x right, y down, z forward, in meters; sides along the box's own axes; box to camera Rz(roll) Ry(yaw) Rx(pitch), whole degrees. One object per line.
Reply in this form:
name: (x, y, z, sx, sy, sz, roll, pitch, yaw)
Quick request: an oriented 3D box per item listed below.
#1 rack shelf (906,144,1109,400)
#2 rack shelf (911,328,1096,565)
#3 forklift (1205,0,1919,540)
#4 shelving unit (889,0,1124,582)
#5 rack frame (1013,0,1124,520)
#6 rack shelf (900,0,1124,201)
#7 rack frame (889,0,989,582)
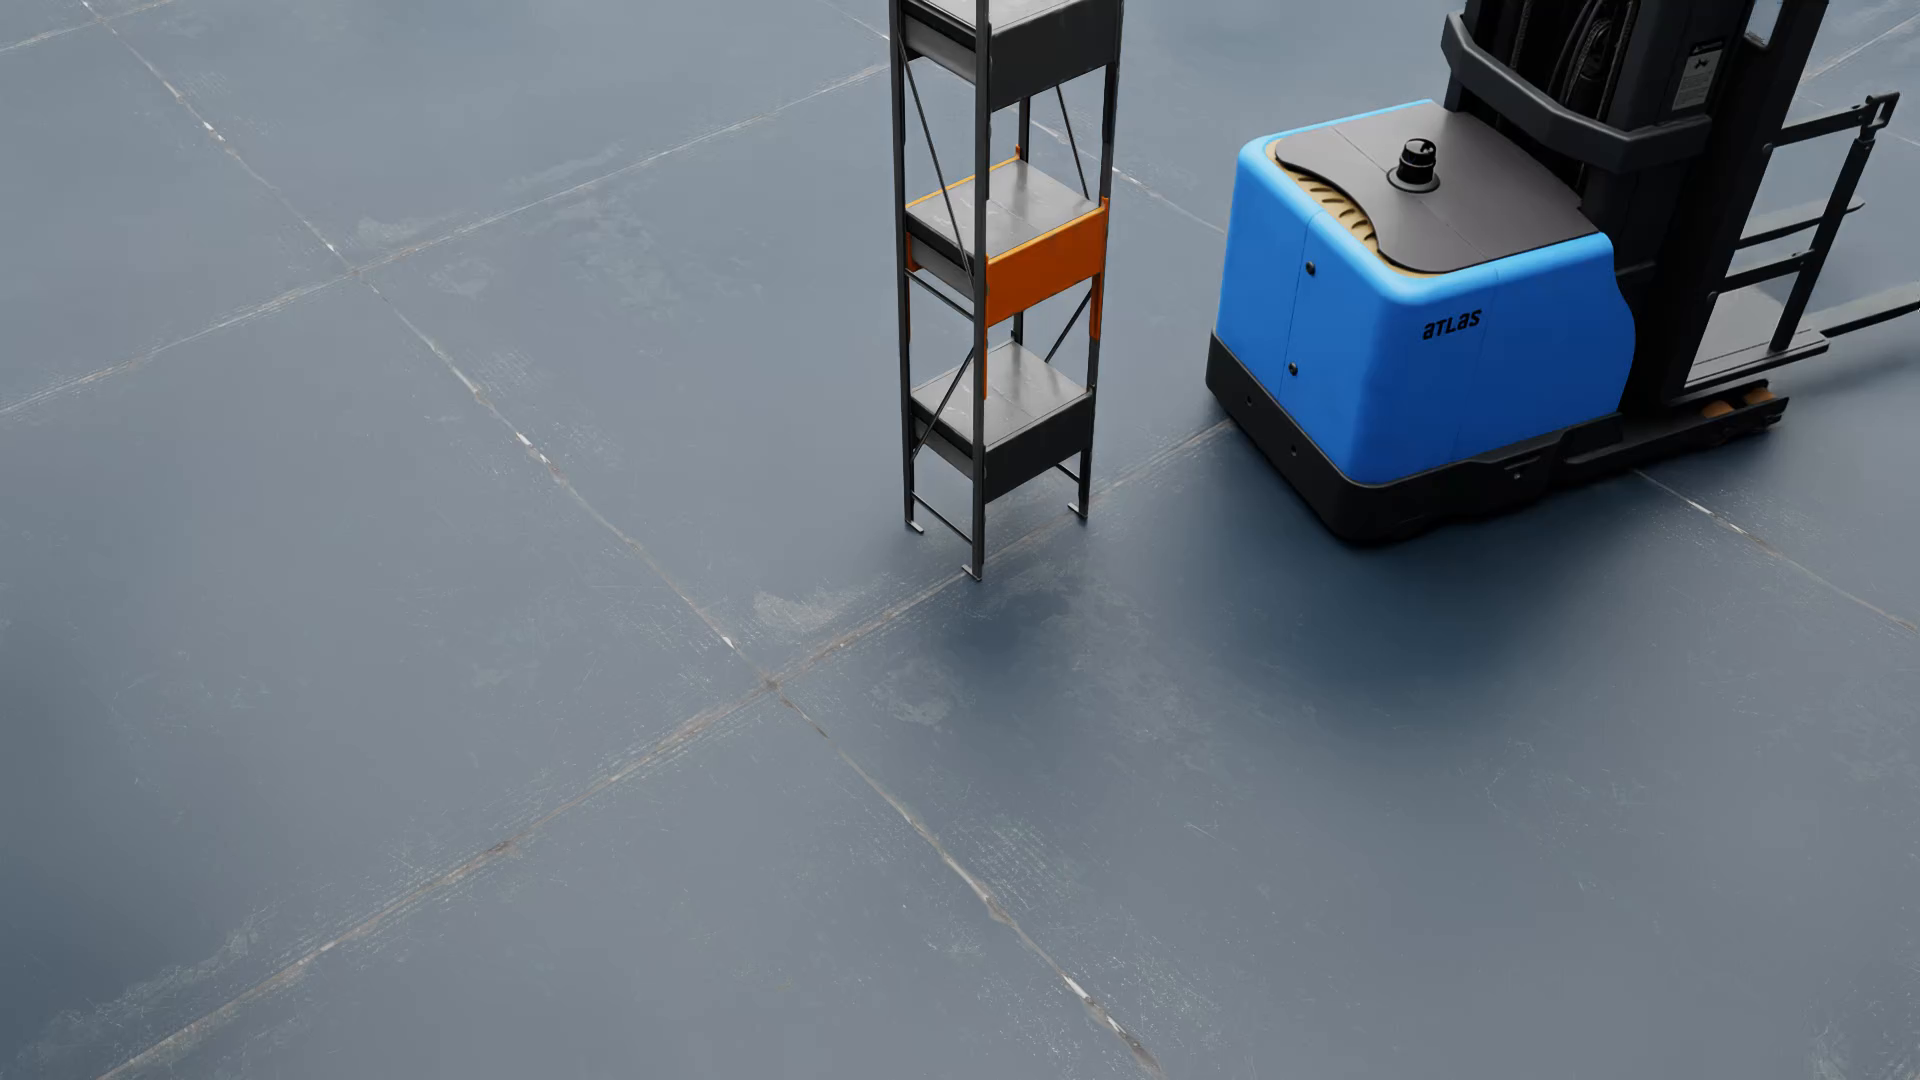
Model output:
rack shelf: (0.127, -0.828, 5.118, 0.480, 0.518, 0.431, -30, 51, -28)
rack shelf: (0.127, -0.318, 5.597, 0.480, 0.518, 0.431, -30, 51, -28)
forklift: (2.491, -1.730, 5.451, 3.031, 2.935, 1.130, -16, 46, -17)
shelving unit: (0.127, -0.838, 5.109, 0.503, 2.100, 0.431, -30, 51, -28)
rack frame: (0.314, -0.945, 5.223, 0.015, 2.100, 0.400, -30, 51, -28)
rack shelf: (0.127, -1.338, 4.639, 0.480, 0.518, 0.431, -30, 51, -28)
rack frame: (-0.060, -0.731, 4.994, 0.015, 2.100, 0.400, -30, 51, -28)
